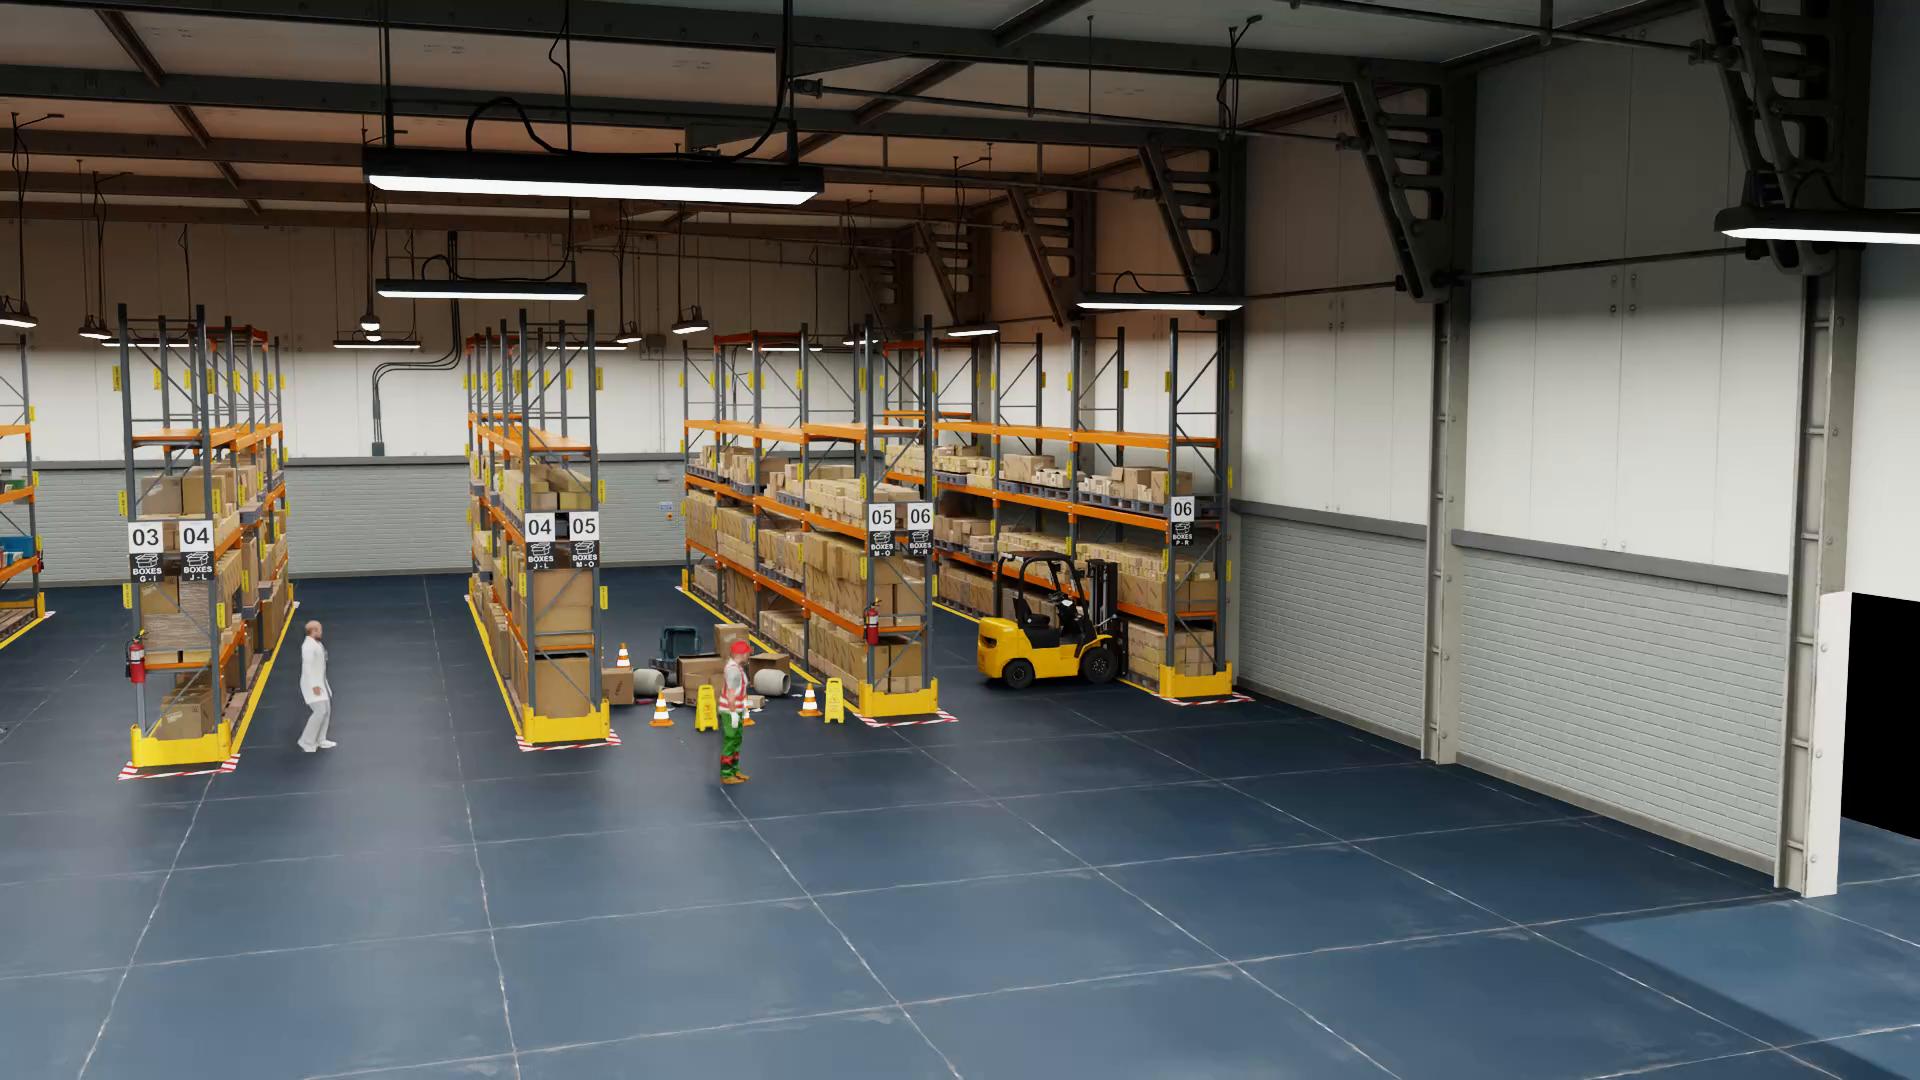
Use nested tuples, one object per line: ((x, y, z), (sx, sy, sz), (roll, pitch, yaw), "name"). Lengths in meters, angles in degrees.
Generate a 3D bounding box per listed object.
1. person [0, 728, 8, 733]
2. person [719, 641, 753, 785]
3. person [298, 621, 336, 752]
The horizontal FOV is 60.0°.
((-13.837, 2.003, 23.480), (0.503, 1.614, 0.581), (-1, 6, -12), "person")
((-2.800, 2.147, 20.800), (0.437, 1.794, 0.562), (0, 5, -2), "person")
((-8.805, 2.024, 22.754), (0.460, 1.860, 0.615), (0, 5, -3), "person")
